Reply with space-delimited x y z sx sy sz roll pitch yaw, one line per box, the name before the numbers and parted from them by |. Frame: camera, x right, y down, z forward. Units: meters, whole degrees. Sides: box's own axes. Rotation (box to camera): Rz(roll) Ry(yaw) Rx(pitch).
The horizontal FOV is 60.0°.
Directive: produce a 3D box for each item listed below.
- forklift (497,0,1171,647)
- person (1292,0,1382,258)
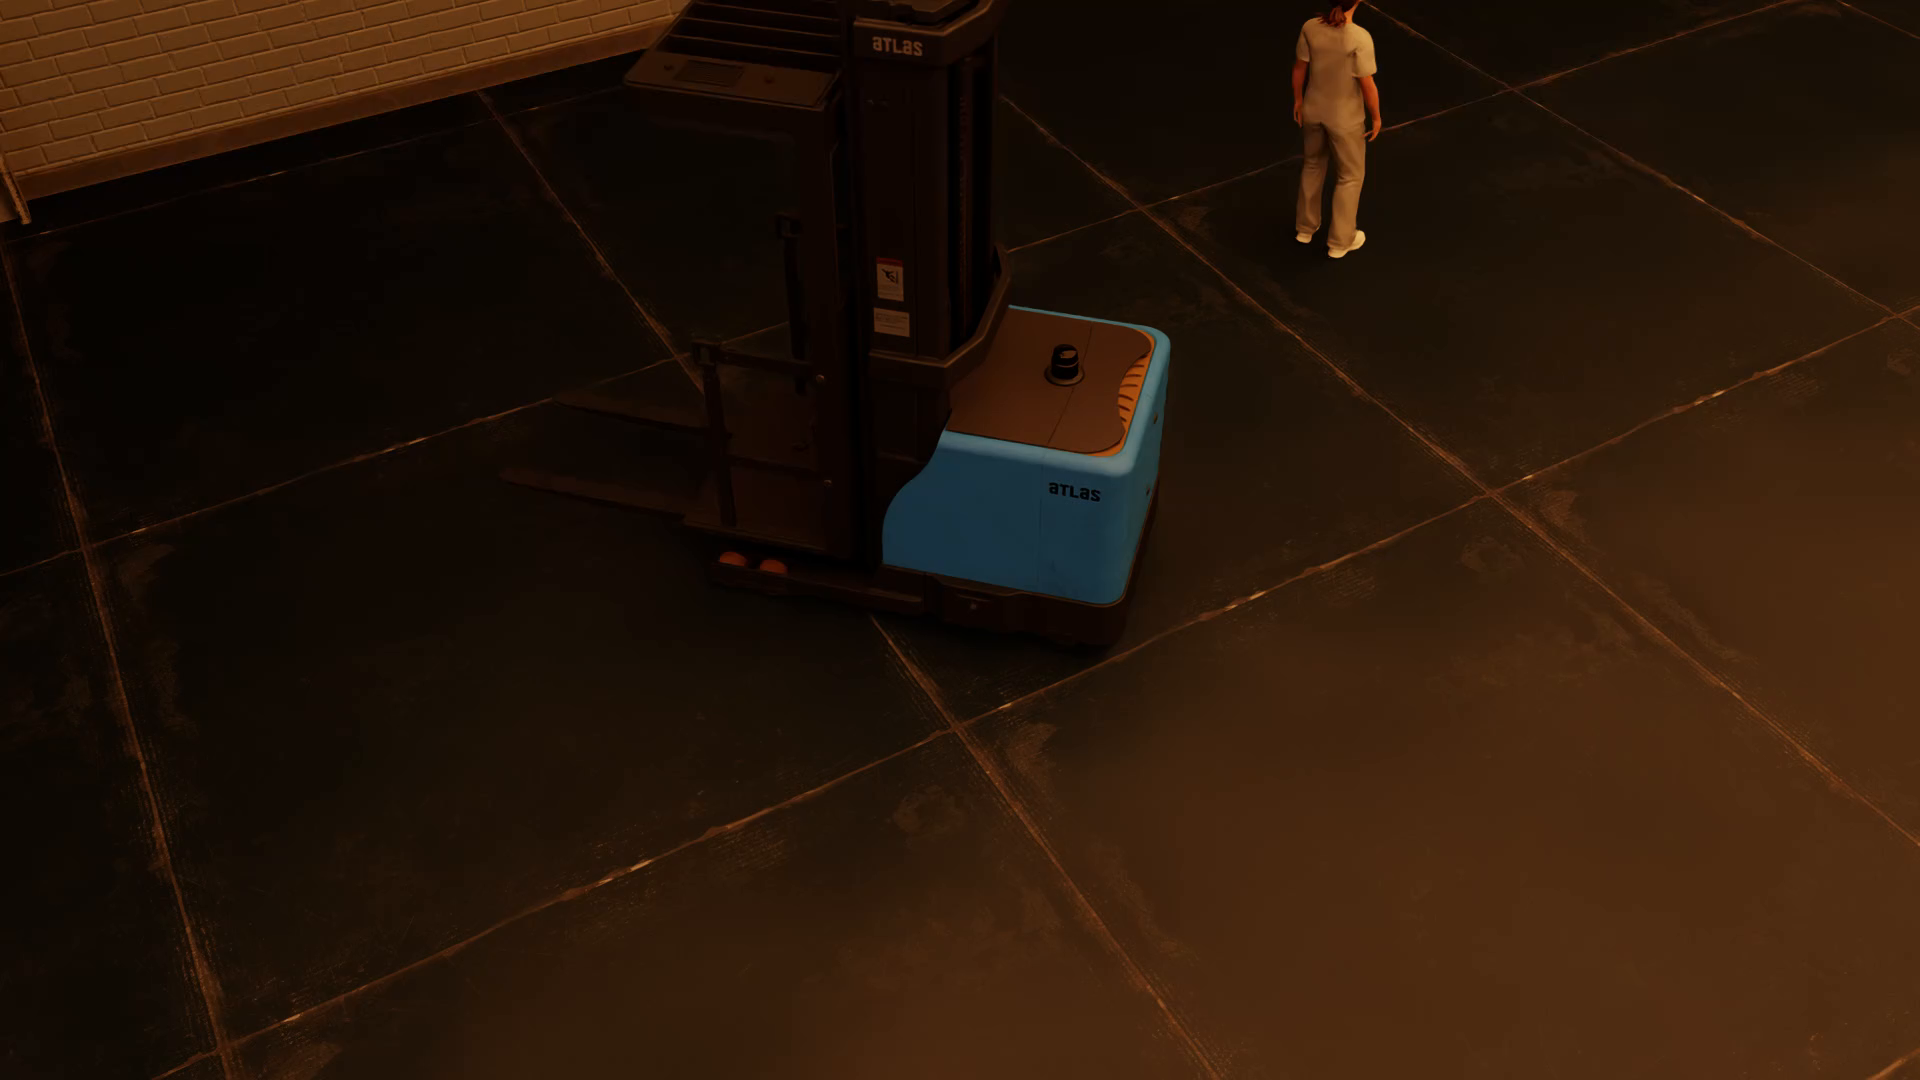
forklift | -0.641 -1.159 6.947 3.031 2.935 1.130 10 44 11
person | 2.072 -2.342 9.159 0.523 1.688 0.473 31 51 29
